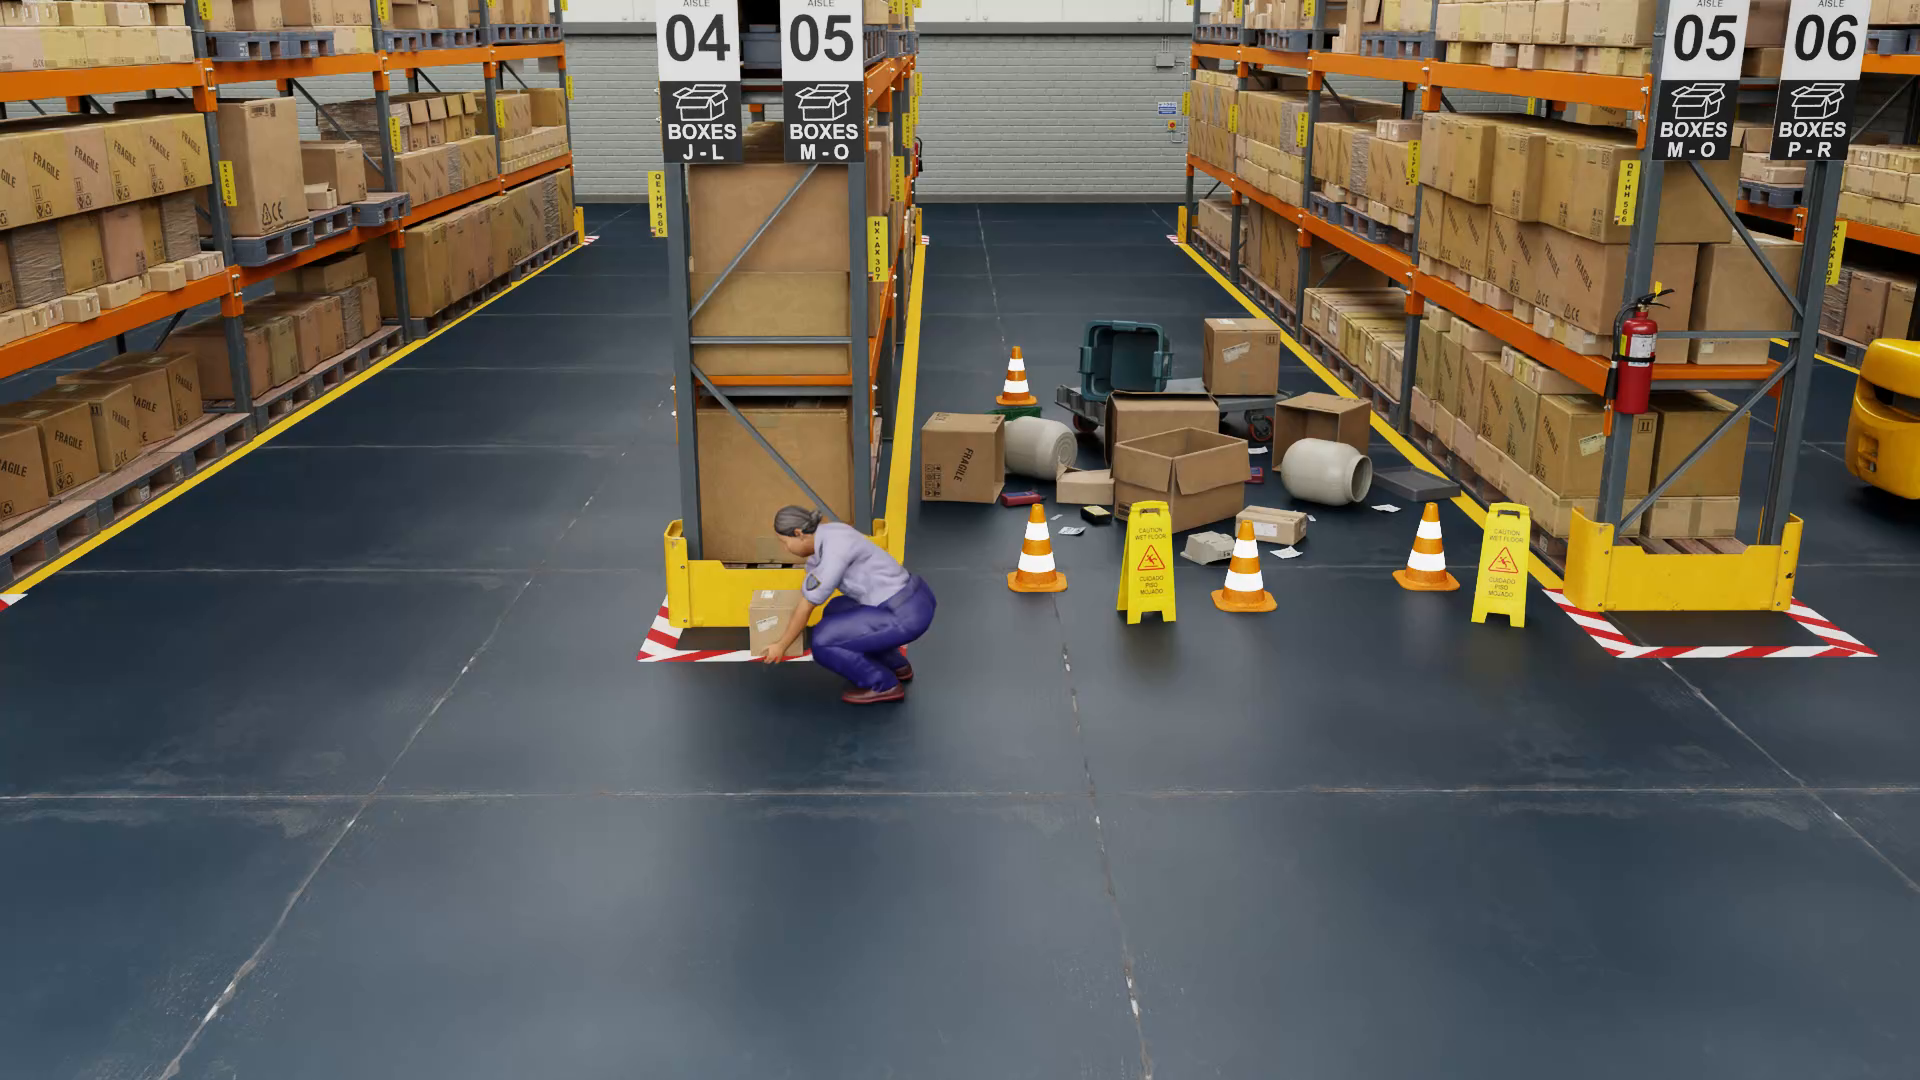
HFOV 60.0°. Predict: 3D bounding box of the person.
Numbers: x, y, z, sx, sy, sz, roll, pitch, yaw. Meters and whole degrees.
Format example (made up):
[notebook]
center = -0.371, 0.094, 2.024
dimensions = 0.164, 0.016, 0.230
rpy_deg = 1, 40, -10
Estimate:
[person]
center = -0.542, 0.278, 7.895
dimensions = 0.848, 0.942, 0.517
rpy_deg = 1, 17, 3
